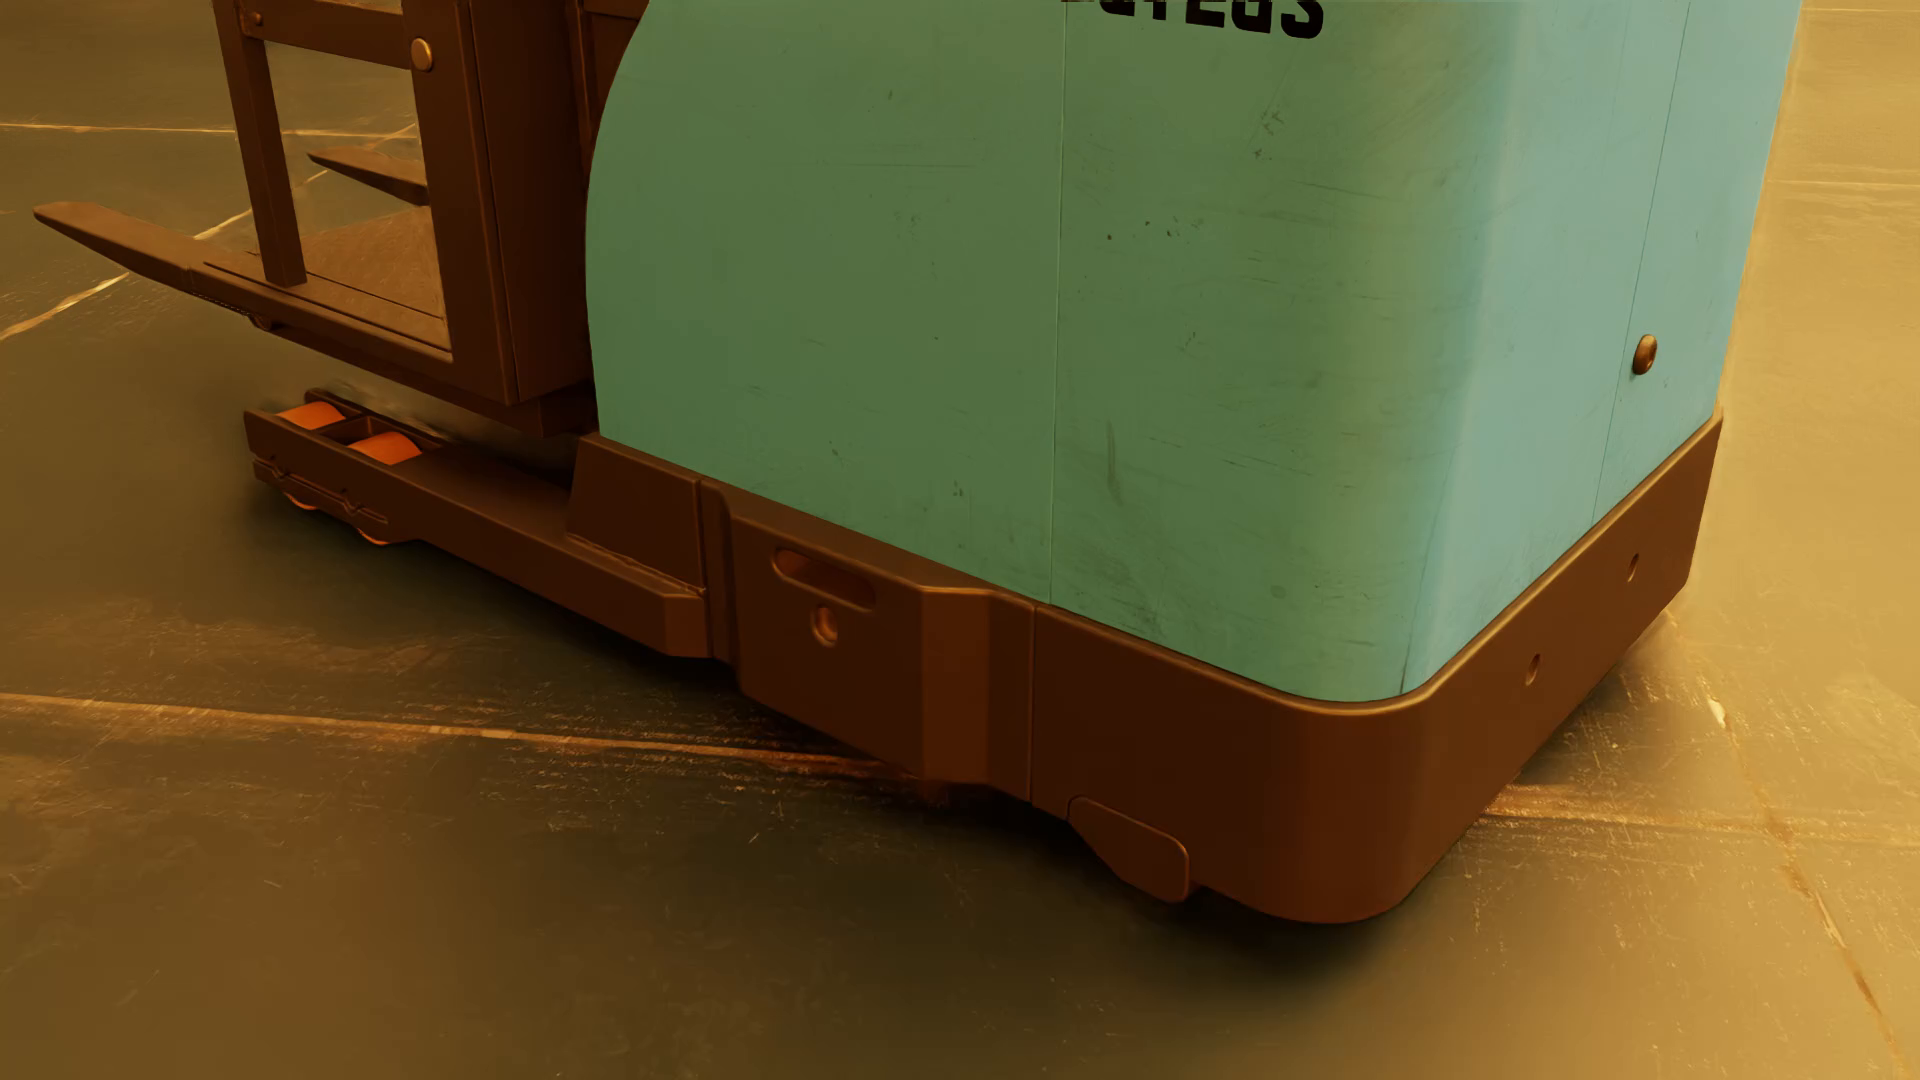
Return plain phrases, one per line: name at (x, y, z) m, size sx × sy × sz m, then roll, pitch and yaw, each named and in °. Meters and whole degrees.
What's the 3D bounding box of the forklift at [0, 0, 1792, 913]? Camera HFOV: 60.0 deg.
forklift at (-0.493, -1.457, 2.136) m, size 3.031 × 2.935 × 1.130 m, roll 18°, pitch 32°, yaw 32°
